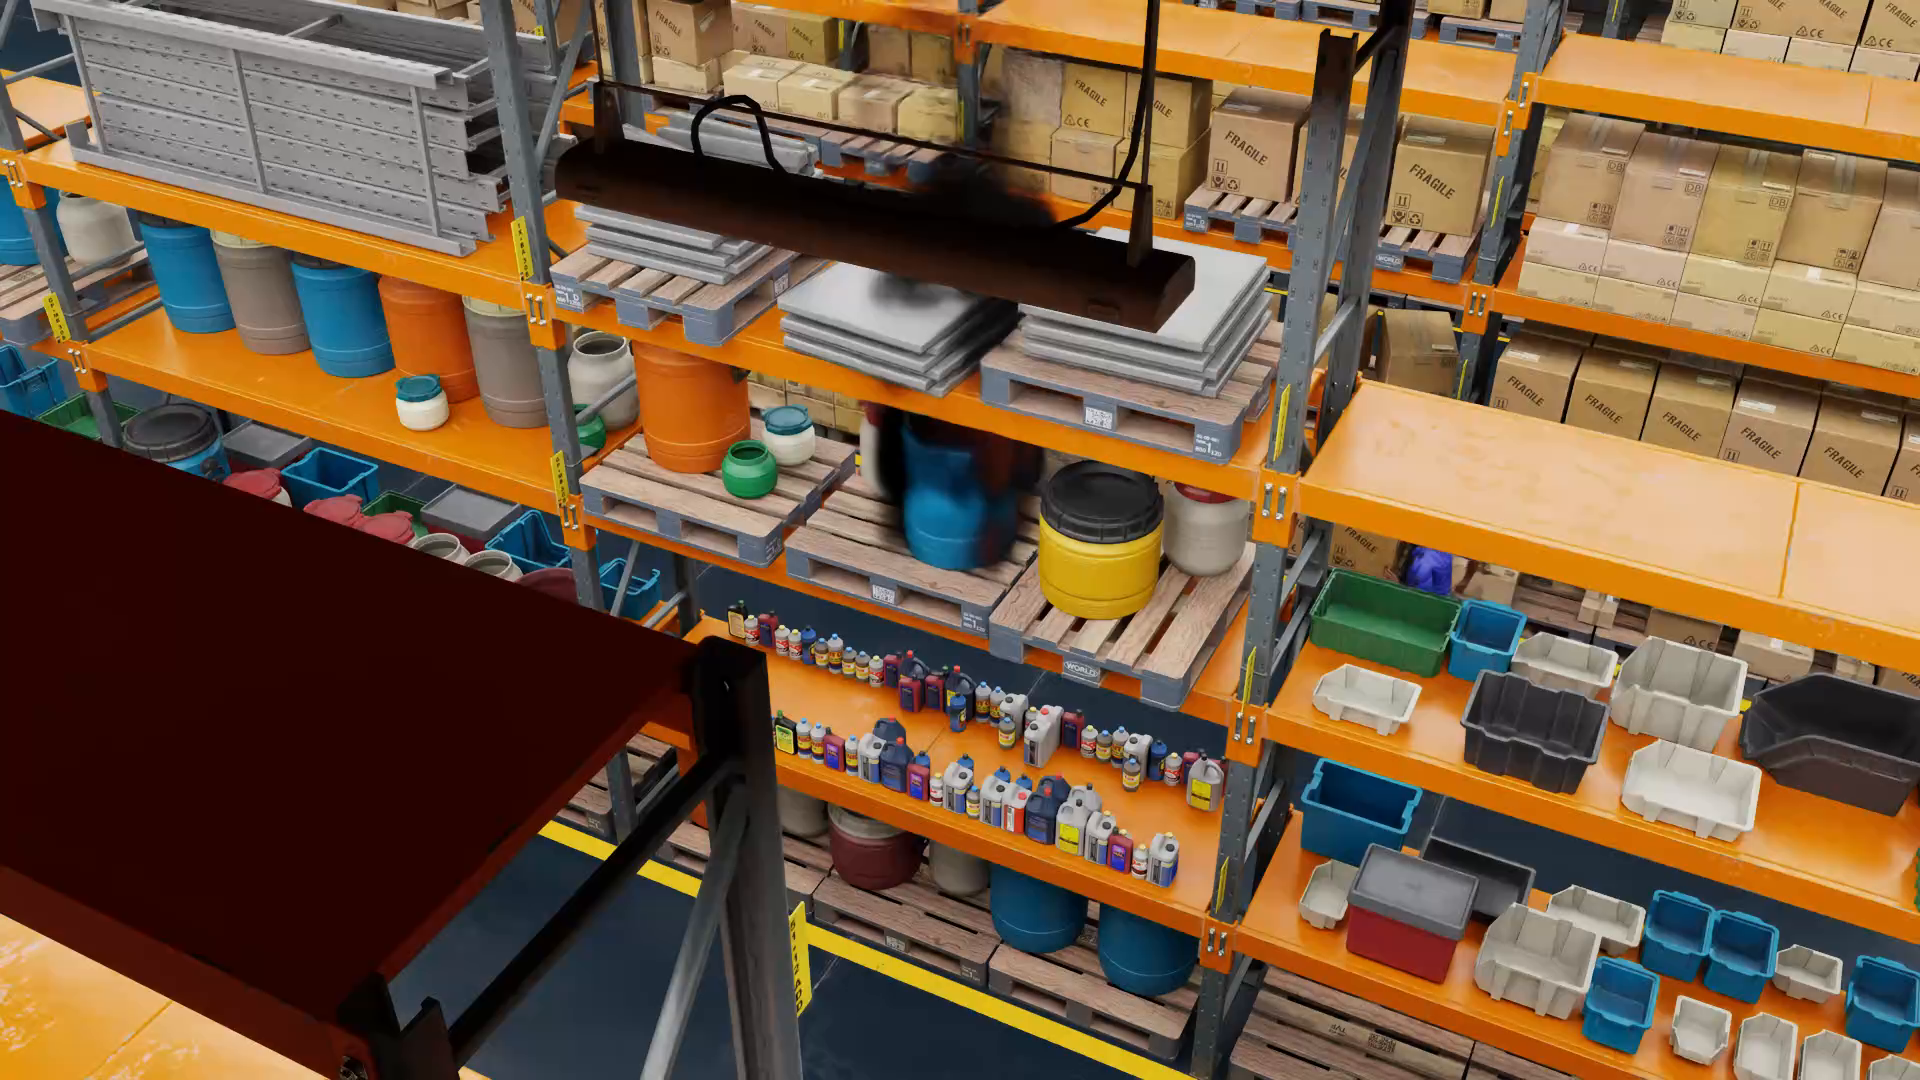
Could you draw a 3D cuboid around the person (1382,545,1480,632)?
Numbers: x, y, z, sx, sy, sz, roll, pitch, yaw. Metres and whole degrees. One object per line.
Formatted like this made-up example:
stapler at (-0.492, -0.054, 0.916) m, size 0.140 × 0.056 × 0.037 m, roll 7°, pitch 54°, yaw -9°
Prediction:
person at (3.248, 0.606, 11.267) m, size 0.886 × 1.704 × 0.574 m, roll 14°, pitch 37°, yaw 19°
